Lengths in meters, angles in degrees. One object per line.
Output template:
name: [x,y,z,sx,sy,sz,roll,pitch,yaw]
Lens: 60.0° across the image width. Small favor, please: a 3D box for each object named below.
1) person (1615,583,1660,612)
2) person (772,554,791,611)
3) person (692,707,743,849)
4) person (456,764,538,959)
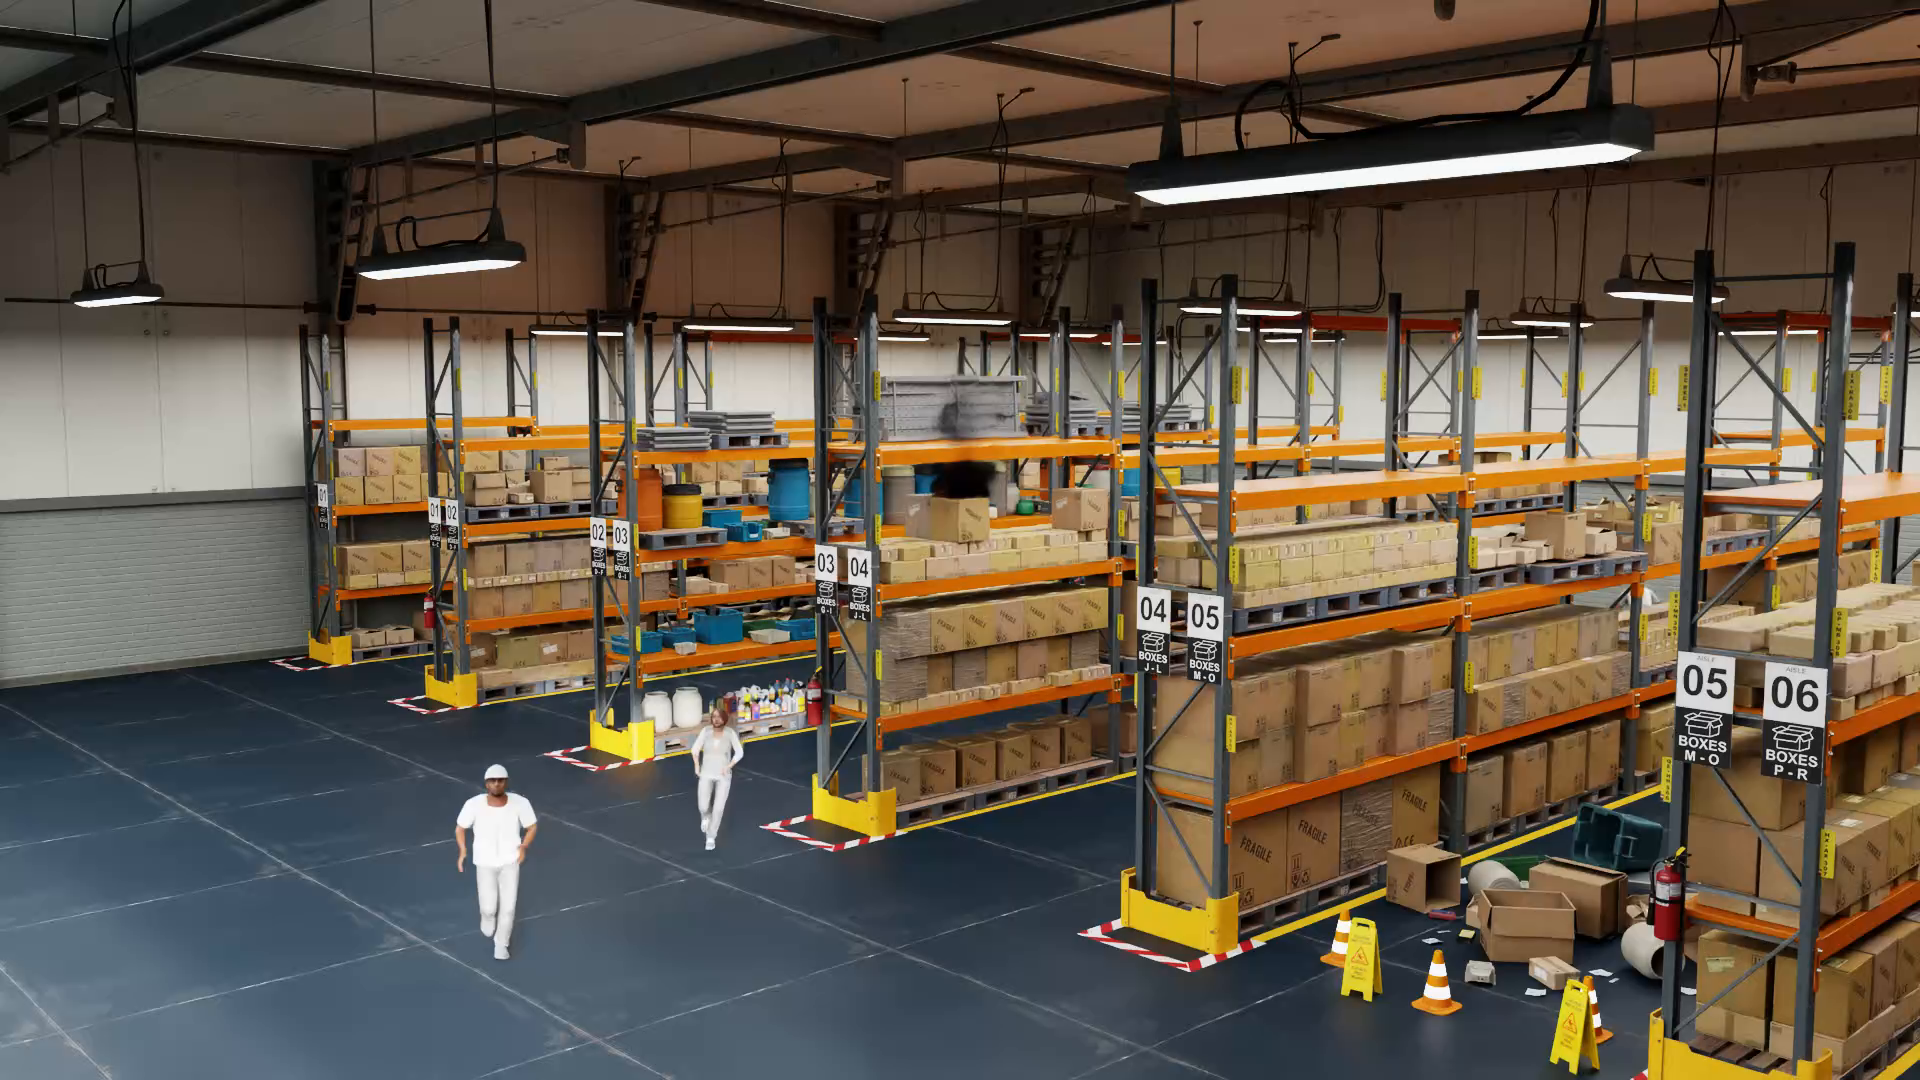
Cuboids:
person: [11.628,1.437,28.484,0.738,1.719,0.699,1,6,9]
person: [-3.477,1.058,32.731,0.543,1.576,0.877,5,8,41]
person: [-2.641,2.573,18.126,0.563,1.552,0.505,0,6,-2]
person: [-4.091,2.833,14.727,0.705,1.717,0.586,-2,6,-17]
